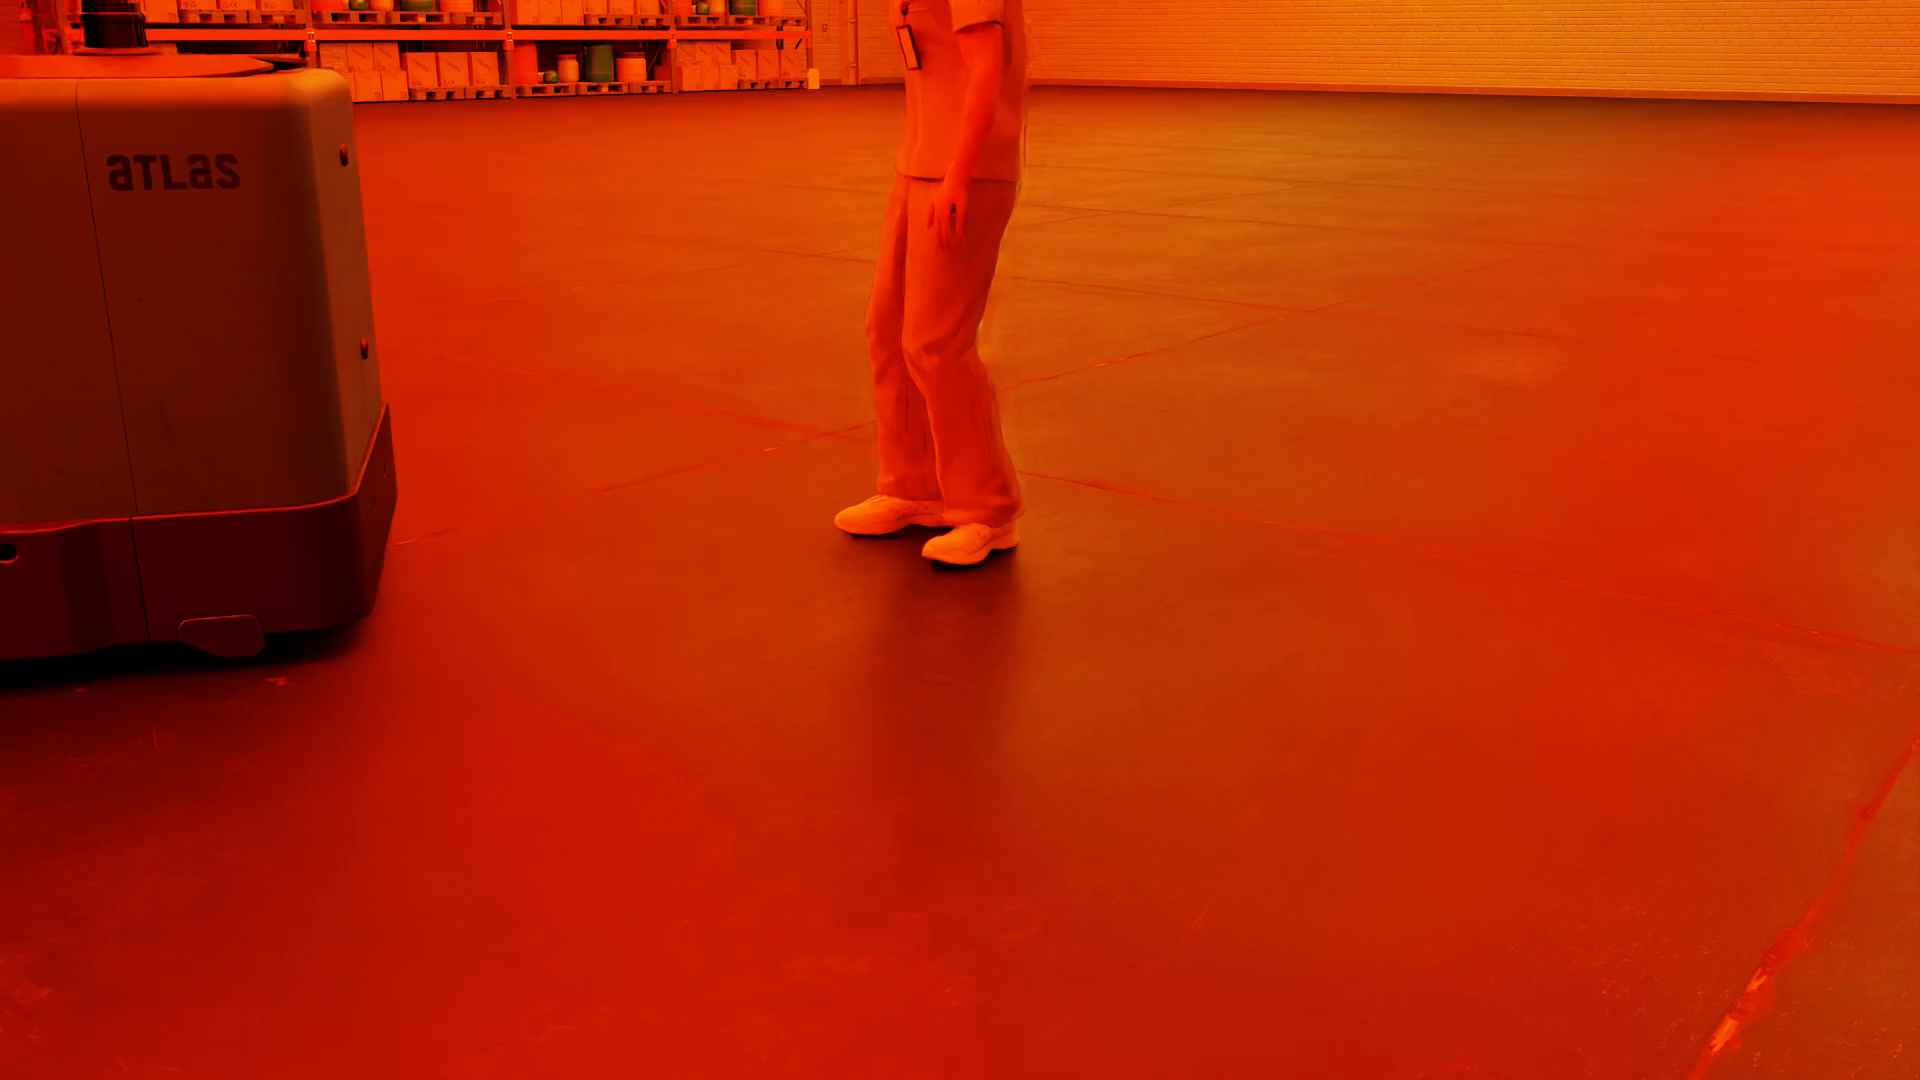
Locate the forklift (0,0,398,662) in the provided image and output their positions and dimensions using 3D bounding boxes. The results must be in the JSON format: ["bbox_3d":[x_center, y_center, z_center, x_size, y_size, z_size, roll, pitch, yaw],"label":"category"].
[{"bbox_3d":[-2.726,-1.208,2.877,3.031,2.935,1.130,-4,17,-14],"label":"forklift"}]

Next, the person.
[{"bbox_3d":[-0.067,-0.785,3.668,0.422,1.665,0.503,-4,17,-13],"label":"person"}]
